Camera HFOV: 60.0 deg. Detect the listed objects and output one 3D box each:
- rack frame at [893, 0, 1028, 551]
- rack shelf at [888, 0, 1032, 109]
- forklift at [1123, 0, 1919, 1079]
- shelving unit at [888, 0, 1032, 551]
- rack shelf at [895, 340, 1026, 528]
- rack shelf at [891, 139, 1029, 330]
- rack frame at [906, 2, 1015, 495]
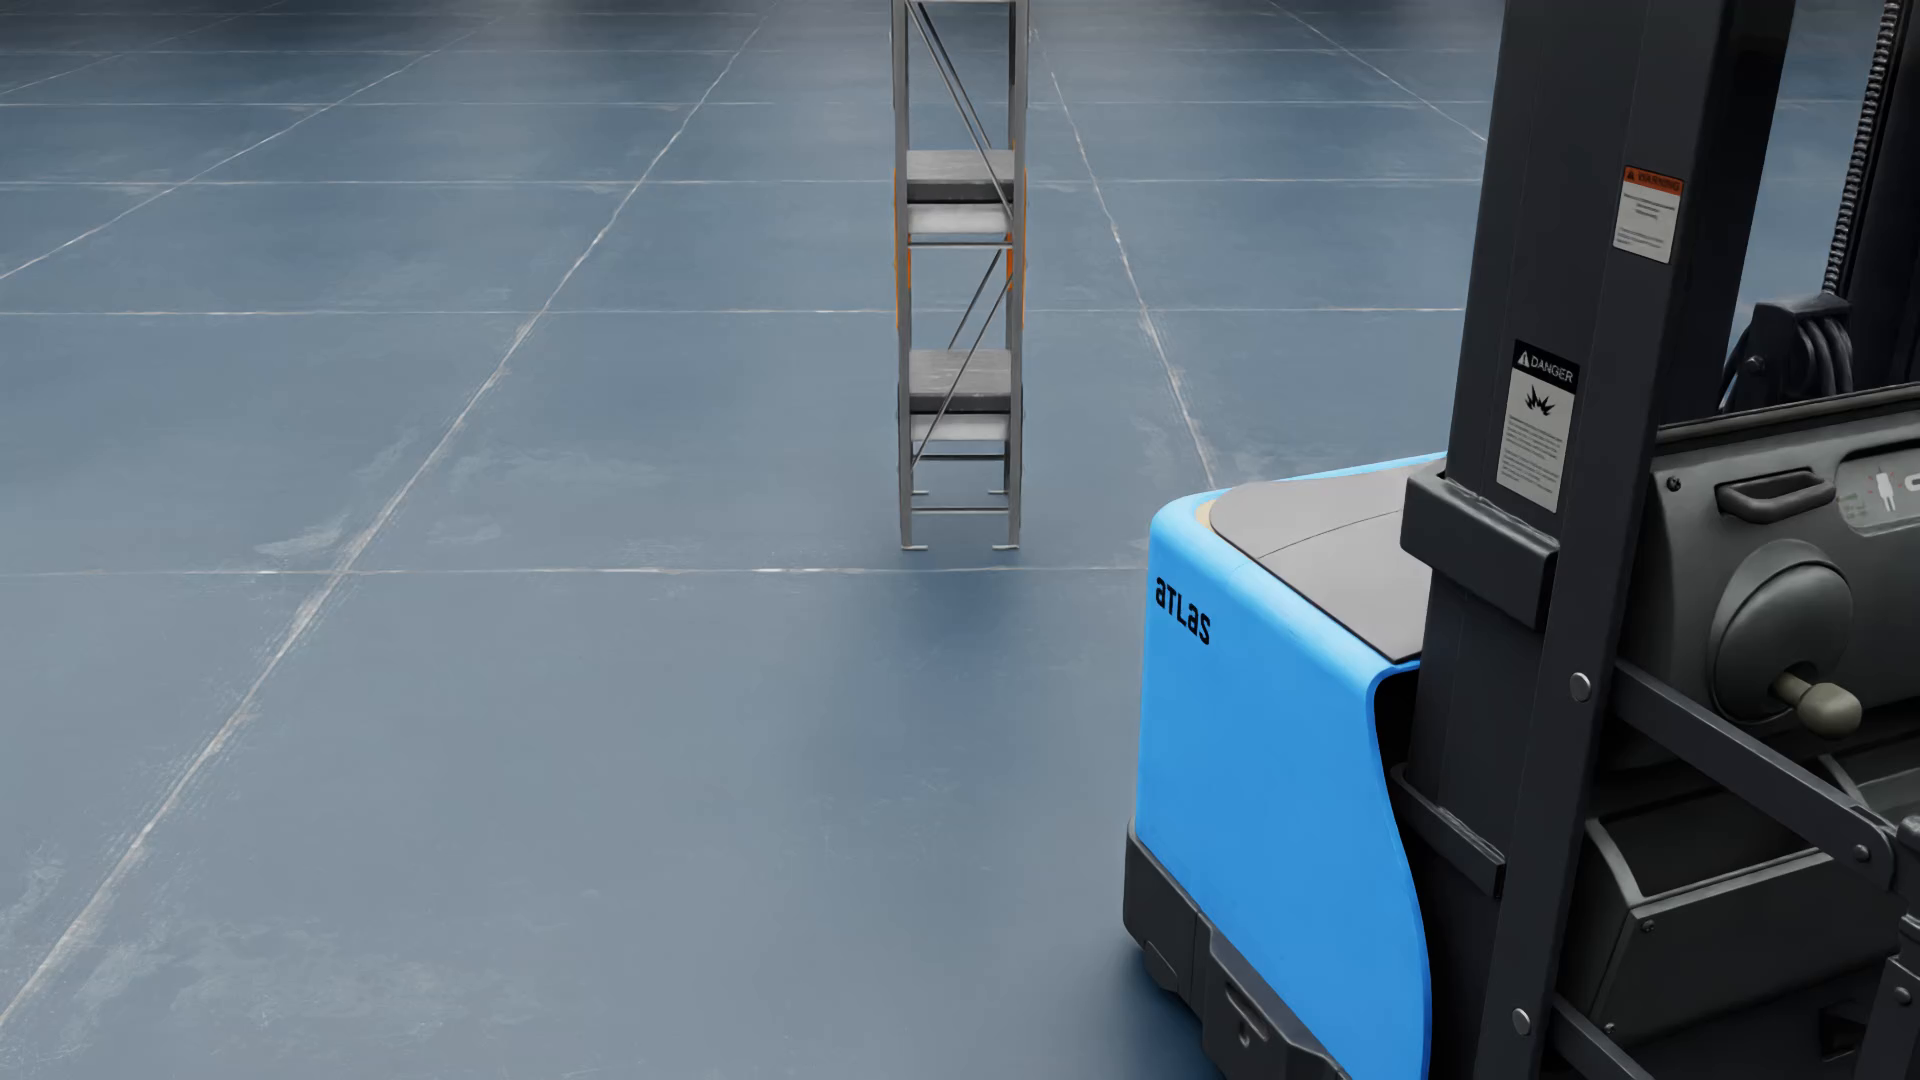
[{"bbox_3d":[0.001,-0.924,5.246,0.400,2.100,0.015,0,24,-1],"label":"rack frame"},{"bbox_3d":[-0.002,-1.650,5.185,0.431,0.518,0.480,0,24,-1],"label":"rack shelf"},{"bbox_3d":[1.397,0.045,2.093,1.130,2.935,3.031,-10,26,-21],"label":"forklift"},{"bbox_3d":[-0.002,-1.025,5.468,0.431,2.100,0.503,0,24,-1],"label":"shelving unit"},{"bbox_3d":[-0.002,-0.375,5.762,0.431,0.518,0.480,0,24,-1],"label":"rack shelf"},{"bbox_3d":[-0.002,-1.012,5.474,0.431,0.518,0.480,0,24,-1],"label":"rack shelf"},{"bbox_3d":[-0.004,-1.125,5.690,0.400,2.100,0.015,0,24,-1],"label":"rack frame"}]
